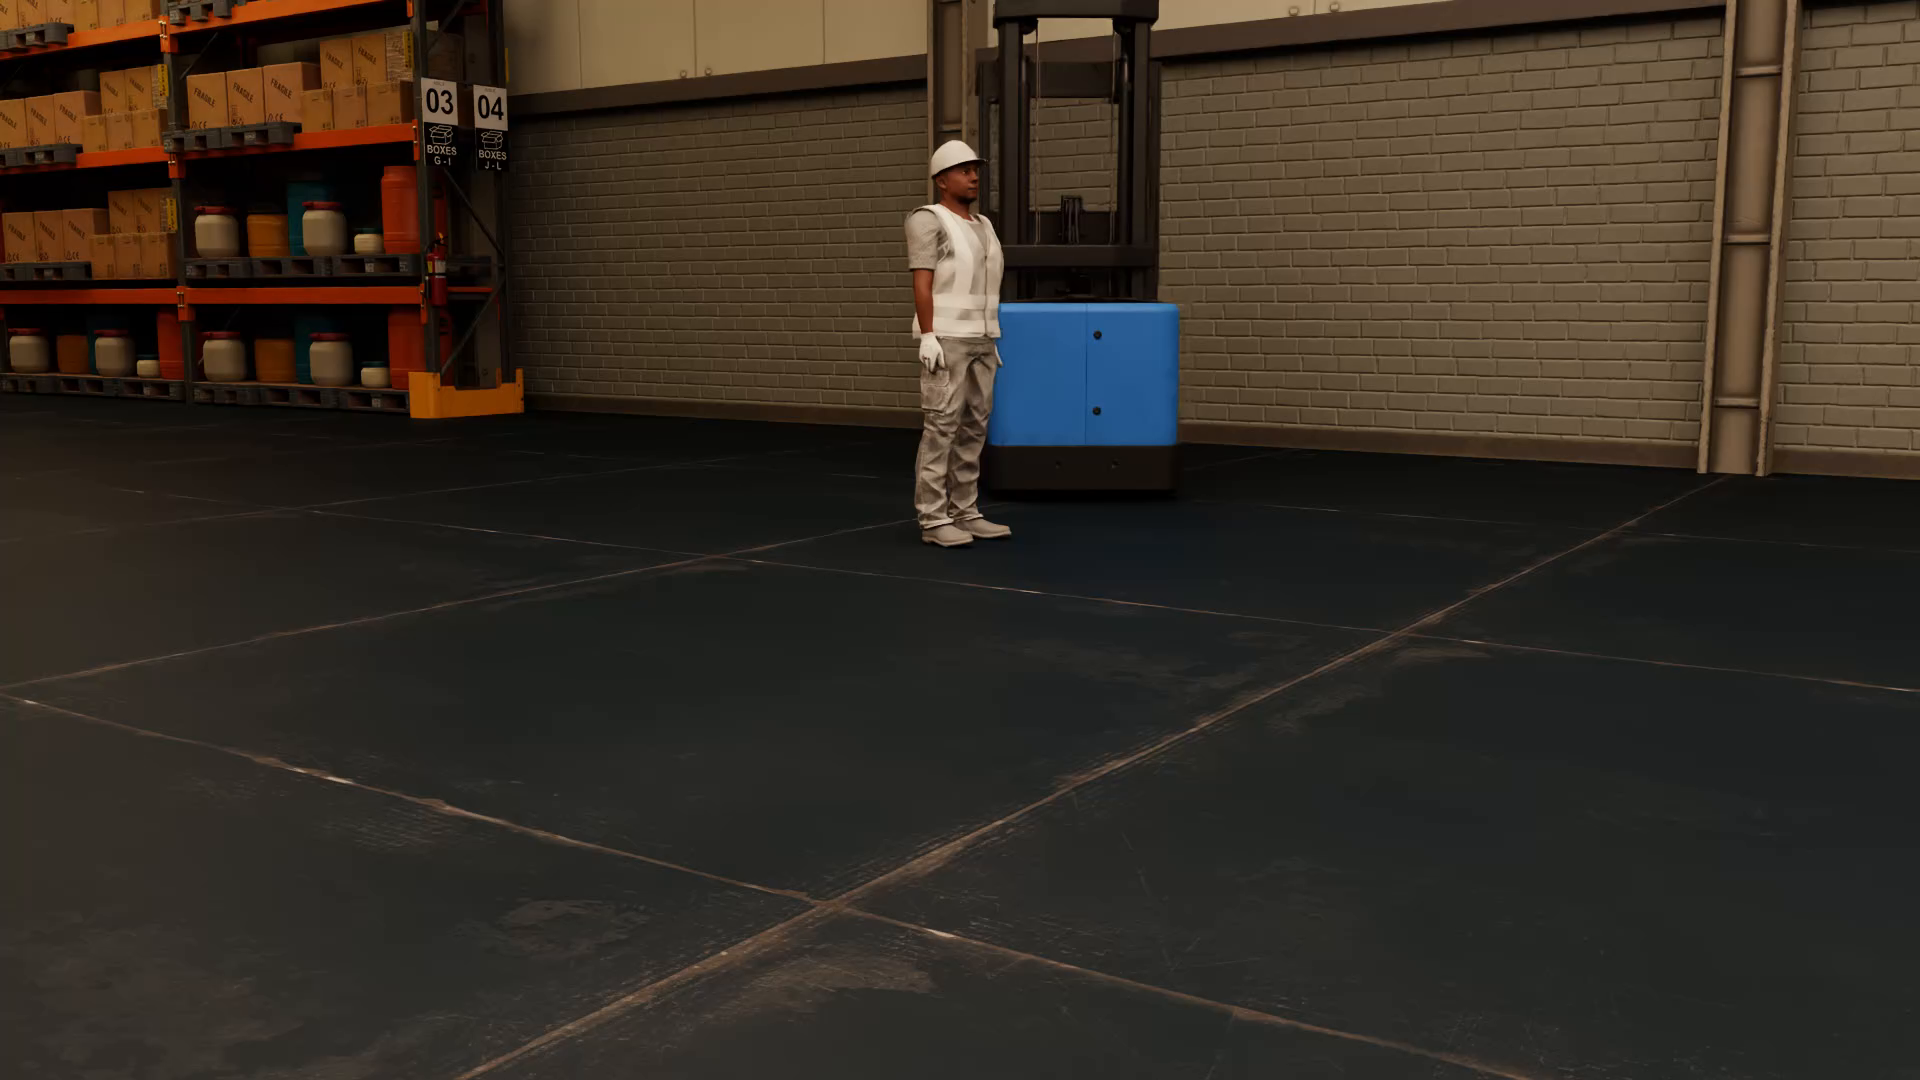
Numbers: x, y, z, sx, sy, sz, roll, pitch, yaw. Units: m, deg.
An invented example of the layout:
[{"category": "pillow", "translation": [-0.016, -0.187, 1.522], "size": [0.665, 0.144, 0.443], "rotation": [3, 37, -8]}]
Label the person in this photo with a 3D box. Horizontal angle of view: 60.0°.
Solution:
[{"category": "person", "translation": [0.010, -0.885, 7.484], "size": [0.382, 1.789, 0.542], "rotation": [5, 10, 34]}]

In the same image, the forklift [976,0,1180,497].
[{"category": "forklift", "translation": [0.650, -1.863, 10.297], "size": [1.130, 2.935, 3.031], "rotation": [0, 8, -1]}]
